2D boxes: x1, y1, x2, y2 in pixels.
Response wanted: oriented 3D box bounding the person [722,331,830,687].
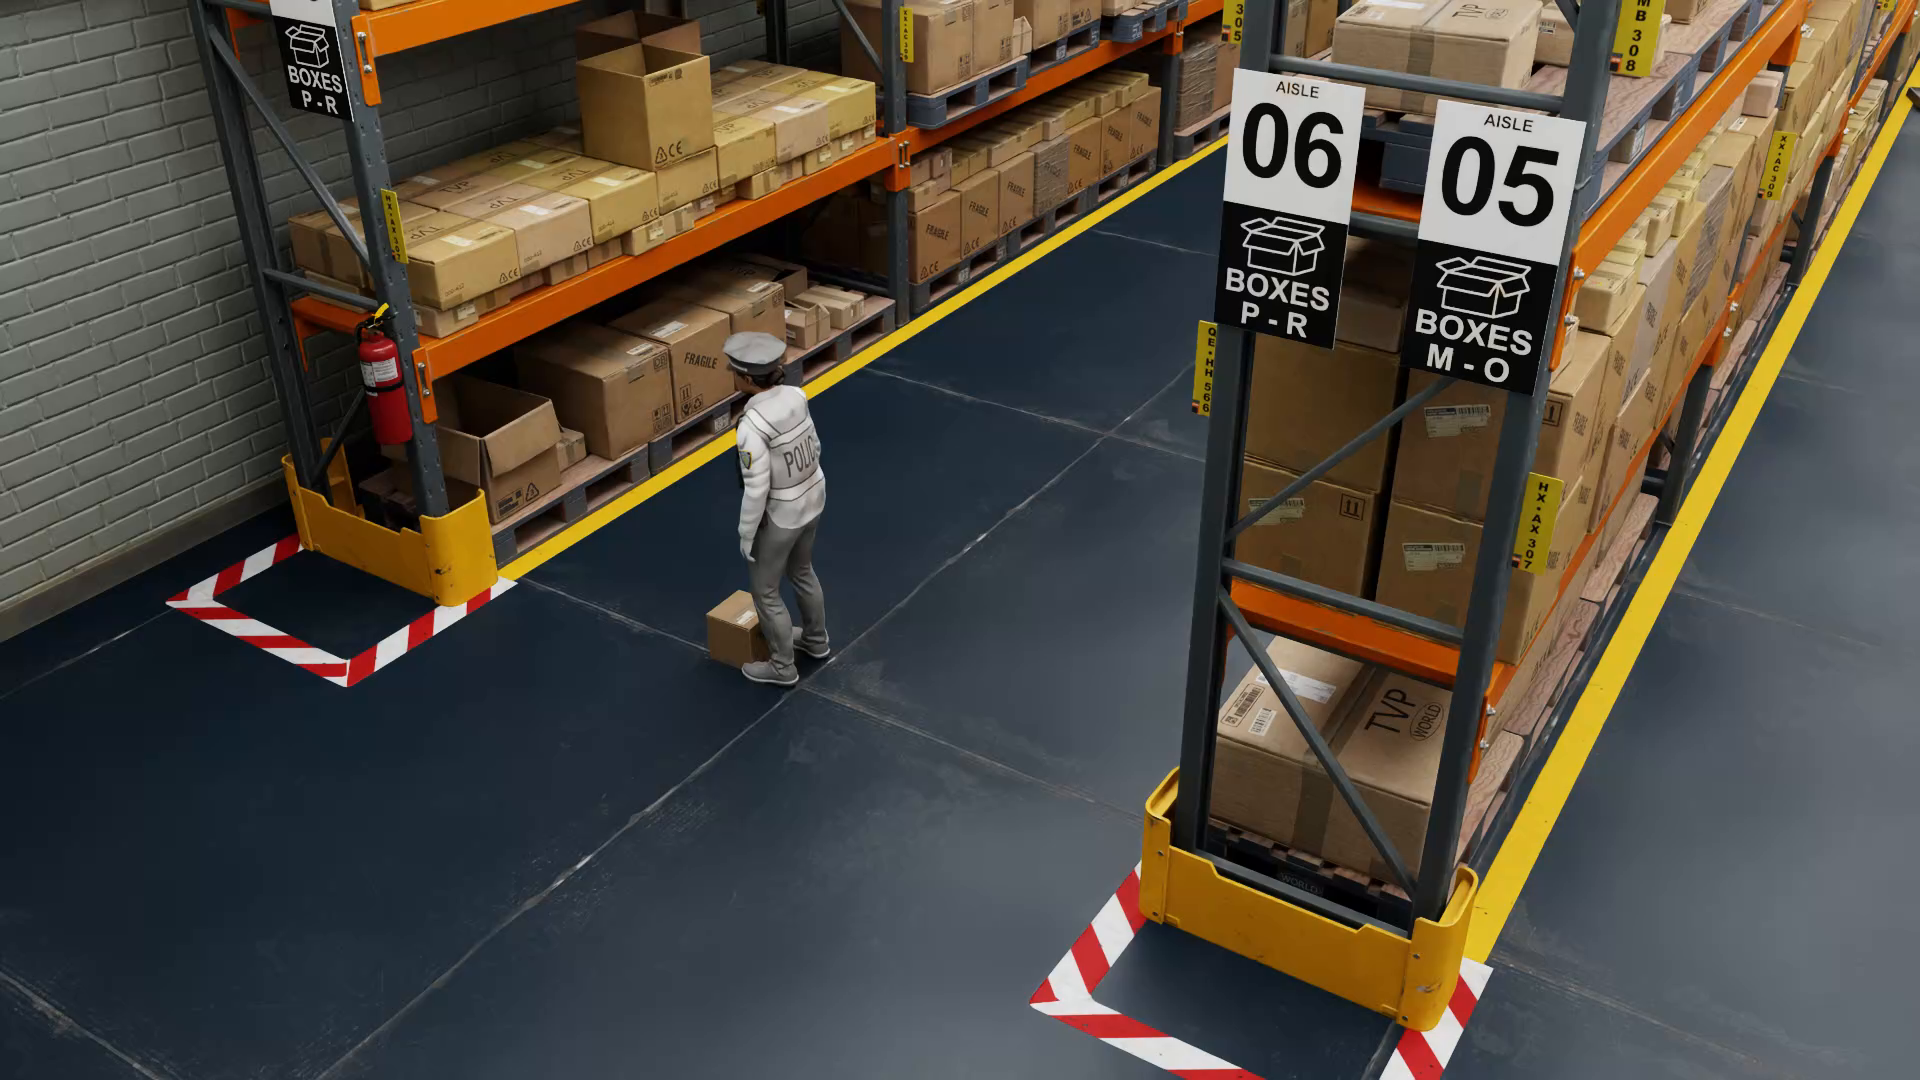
[{"bbox_3d":[-0.797,-0.114,7.322,0.374,1.661,0.539,16,34,24],"label":"person"}]
